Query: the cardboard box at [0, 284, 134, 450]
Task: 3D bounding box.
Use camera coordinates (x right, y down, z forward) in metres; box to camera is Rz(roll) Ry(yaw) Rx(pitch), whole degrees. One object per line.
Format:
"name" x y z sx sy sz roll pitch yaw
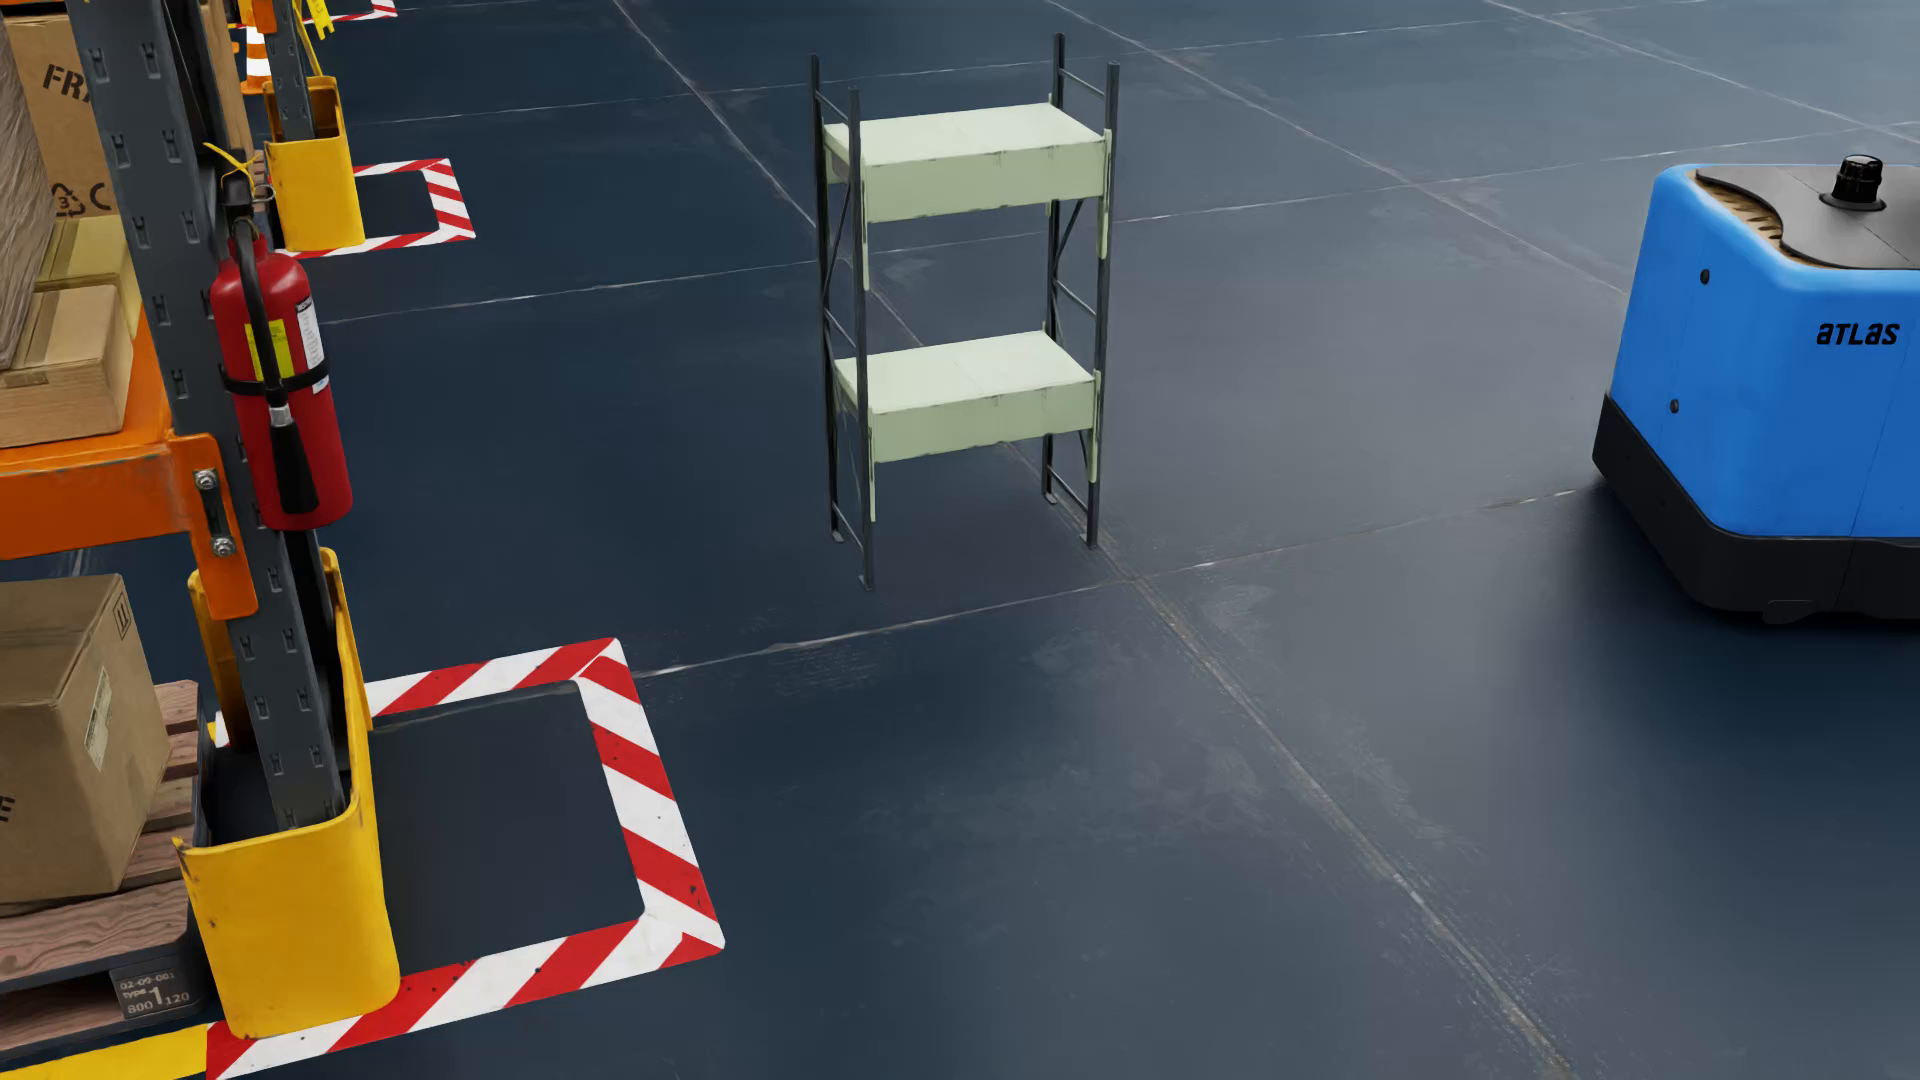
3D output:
"cardboard box" -1.671 -0.320 3.035 0.250 0.149 0.380 -10 31 -18

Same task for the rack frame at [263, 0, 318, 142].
"rack frame" -3.110 -2.893 7.297 0.127 3.000 1.000 -10 31 -18

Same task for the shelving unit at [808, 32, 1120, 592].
"shelving unit" 0.006 -0.653 4.881 0.755 1.500 0.431 -10 31 -18

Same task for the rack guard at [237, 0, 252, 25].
"rack guard" -5.002 -4.072 11.893 0.348 0.500 1.175 -10 31 -18

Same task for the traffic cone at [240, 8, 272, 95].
"traffic cone" -4.179 -2.940 9.944 0.334 0.463 0.336 -10 31 -18

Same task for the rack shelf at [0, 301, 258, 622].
"rack shelf" -3.350 0.084 2.799 4.000 0.370 1.077 -10 31 -18

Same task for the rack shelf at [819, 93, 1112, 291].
"rack shelf" 0.006 -0.992 4.688 0.720 0.370 0.431 -10 31 -18

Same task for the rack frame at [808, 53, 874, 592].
"rack frame" -0.337 -0.590 4.770 0.023 1.500 0.400 -10 31 -18

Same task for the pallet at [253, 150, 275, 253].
"pallet" -3.832 -1.507 7.681 1.213 0.211 1.003 -10 31 -18

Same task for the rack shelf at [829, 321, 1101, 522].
"rack shelf" 0.006 -0.370 5.042 0.720 0.370 0.431 -10 31 -18

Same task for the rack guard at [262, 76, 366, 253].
"rack guard" -3.088 -1.811 7.923 0.348 0.500 1.175 -10 31 -18

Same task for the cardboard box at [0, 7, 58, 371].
"cardboard box" -2.001 -0.664 2.984 0.500 0.500 0.875 -10 31 -18

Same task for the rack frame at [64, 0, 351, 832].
"rack frame" -1.476 -0.574 3.227 0.127 3.000 1.000 -10 31 -18

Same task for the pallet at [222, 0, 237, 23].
"pallet" -5.776 -3.823 11.747 1.213 0.211 1.003 -10 31 -18

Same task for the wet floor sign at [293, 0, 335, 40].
"wet floor sign" -4.380 -3.685 11.066 0.232 0.644 0.267 0 30 0

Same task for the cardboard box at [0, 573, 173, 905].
"cardboard box" -2.067 0.430 3.566 0.500 0.500 0.500 -5 30 -8

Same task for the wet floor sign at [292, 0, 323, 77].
"wet floor sign" -3.774 -2.793 9.501 0.232 0.644 0.267 -16 33 -26

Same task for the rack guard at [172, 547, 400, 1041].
"rack guard" -1.547 0.525 3.823 0.348 0.500 1.175 -10 31 -18

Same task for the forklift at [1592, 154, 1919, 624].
"forklift" 3.630 -1.260 4.501 3.031 2.935 1.130 0 30 0

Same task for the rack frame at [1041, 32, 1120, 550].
"rack frame" 0.349 -0.716 4.992 0.023 1.500 0.400 -10 31 -18

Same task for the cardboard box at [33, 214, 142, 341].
"cardboard box" -1.826 -0.526 3.397 0.250 0.149 0.380 -10 31 -18

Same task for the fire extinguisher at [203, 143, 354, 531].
"fire extinguisher" -1.208 -0.346 2.906 0.183 0.674 0.296 -10 31 -18

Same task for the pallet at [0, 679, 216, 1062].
"pallet" -2.320 0.775 3.677 1.213 0.211 1.003 -10 31 -18

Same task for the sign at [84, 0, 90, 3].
"sign" -1.301 -0.953 2.404 0.005 0.325 0.100 -10 31 -18

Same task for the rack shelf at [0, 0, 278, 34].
"rack shelf" -4.985 -2.235 6.869 4.000 0.370 1.077 -10 31 -18

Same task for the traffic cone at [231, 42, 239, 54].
"traffic cone" -4.884 -3.397 10.745 0.334 0.463 0.336 -10 31 -18

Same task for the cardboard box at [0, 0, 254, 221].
"cardboard box" -3.723 -2.004 7.460 0.875 0.875 0.875 -10 31 -17
